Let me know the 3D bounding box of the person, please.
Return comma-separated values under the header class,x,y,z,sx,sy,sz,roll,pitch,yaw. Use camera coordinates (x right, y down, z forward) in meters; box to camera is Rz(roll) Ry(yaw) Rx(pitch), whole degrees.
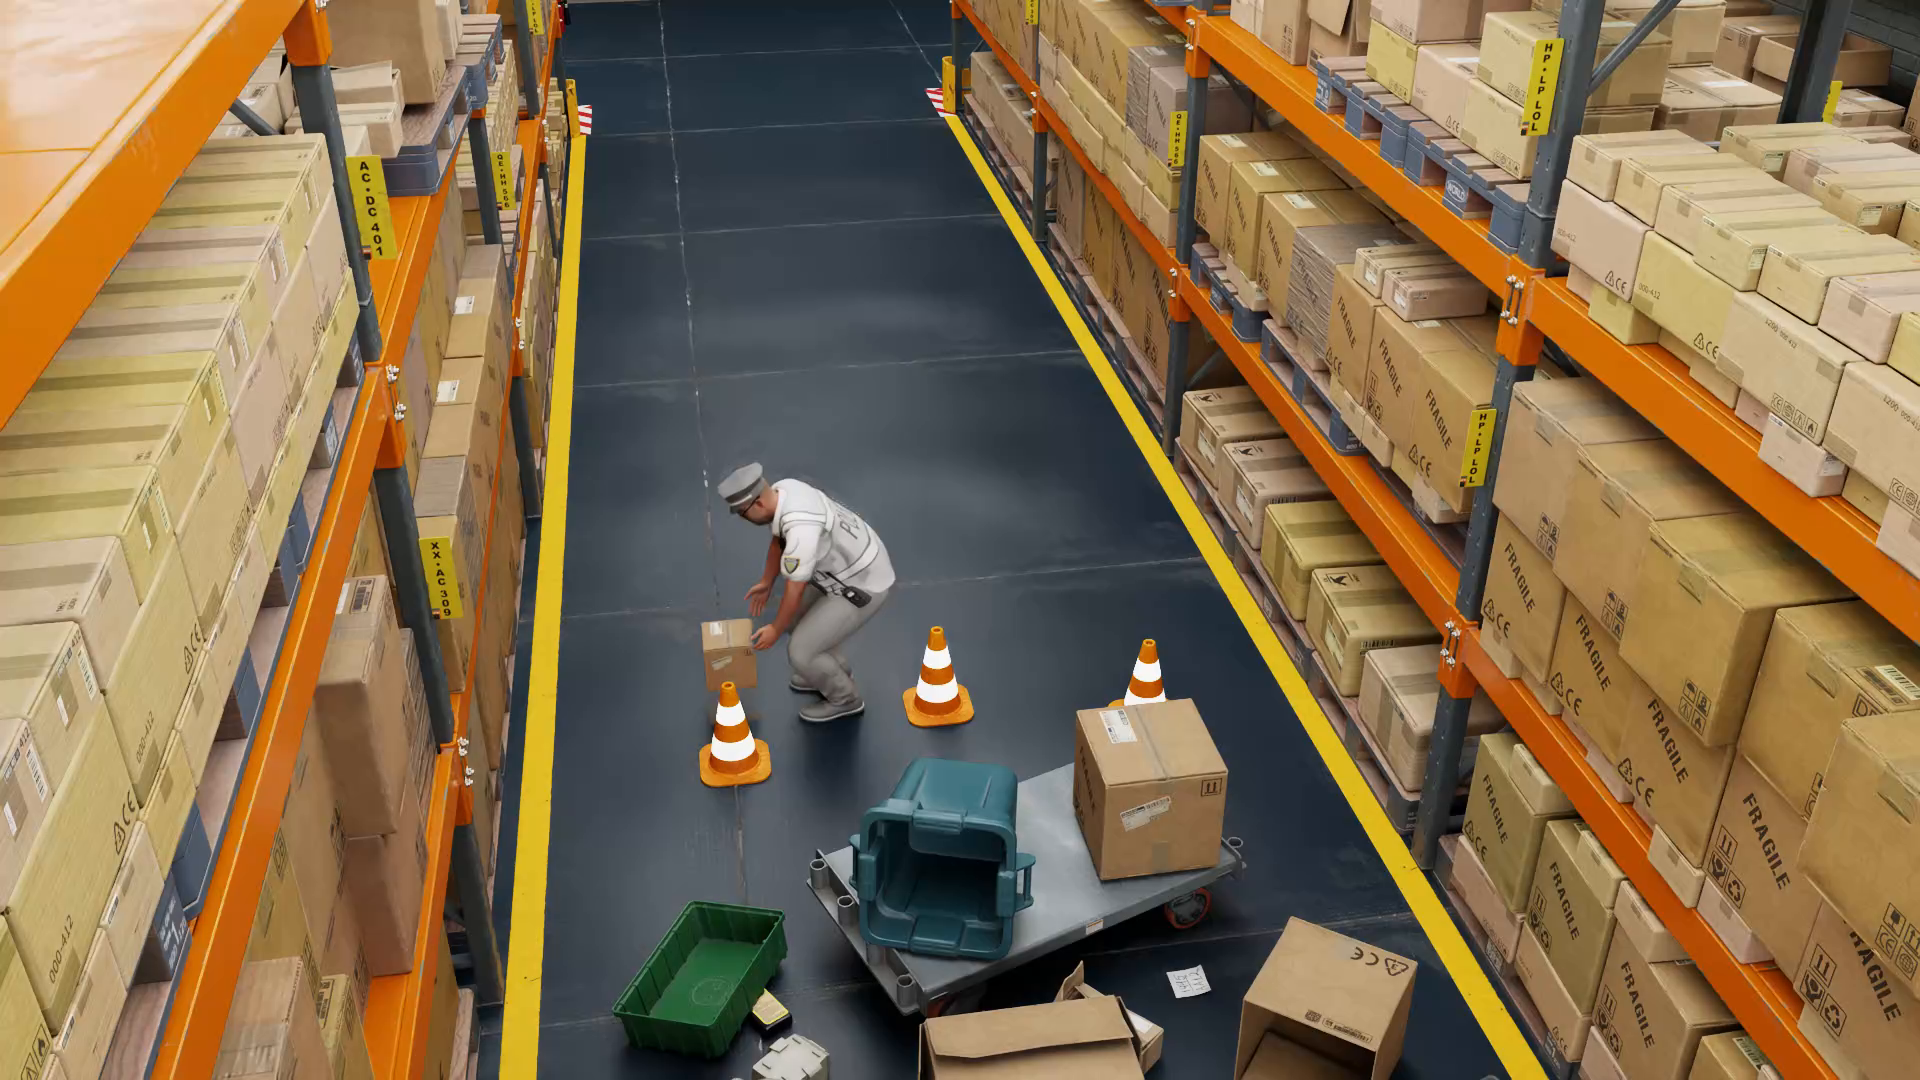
class,x,y,z,sx,sy,sz,roll,pitch,yaw
person,-0.758,0.291,8.113,0.847,1.268,0.584,-5,31,-9
